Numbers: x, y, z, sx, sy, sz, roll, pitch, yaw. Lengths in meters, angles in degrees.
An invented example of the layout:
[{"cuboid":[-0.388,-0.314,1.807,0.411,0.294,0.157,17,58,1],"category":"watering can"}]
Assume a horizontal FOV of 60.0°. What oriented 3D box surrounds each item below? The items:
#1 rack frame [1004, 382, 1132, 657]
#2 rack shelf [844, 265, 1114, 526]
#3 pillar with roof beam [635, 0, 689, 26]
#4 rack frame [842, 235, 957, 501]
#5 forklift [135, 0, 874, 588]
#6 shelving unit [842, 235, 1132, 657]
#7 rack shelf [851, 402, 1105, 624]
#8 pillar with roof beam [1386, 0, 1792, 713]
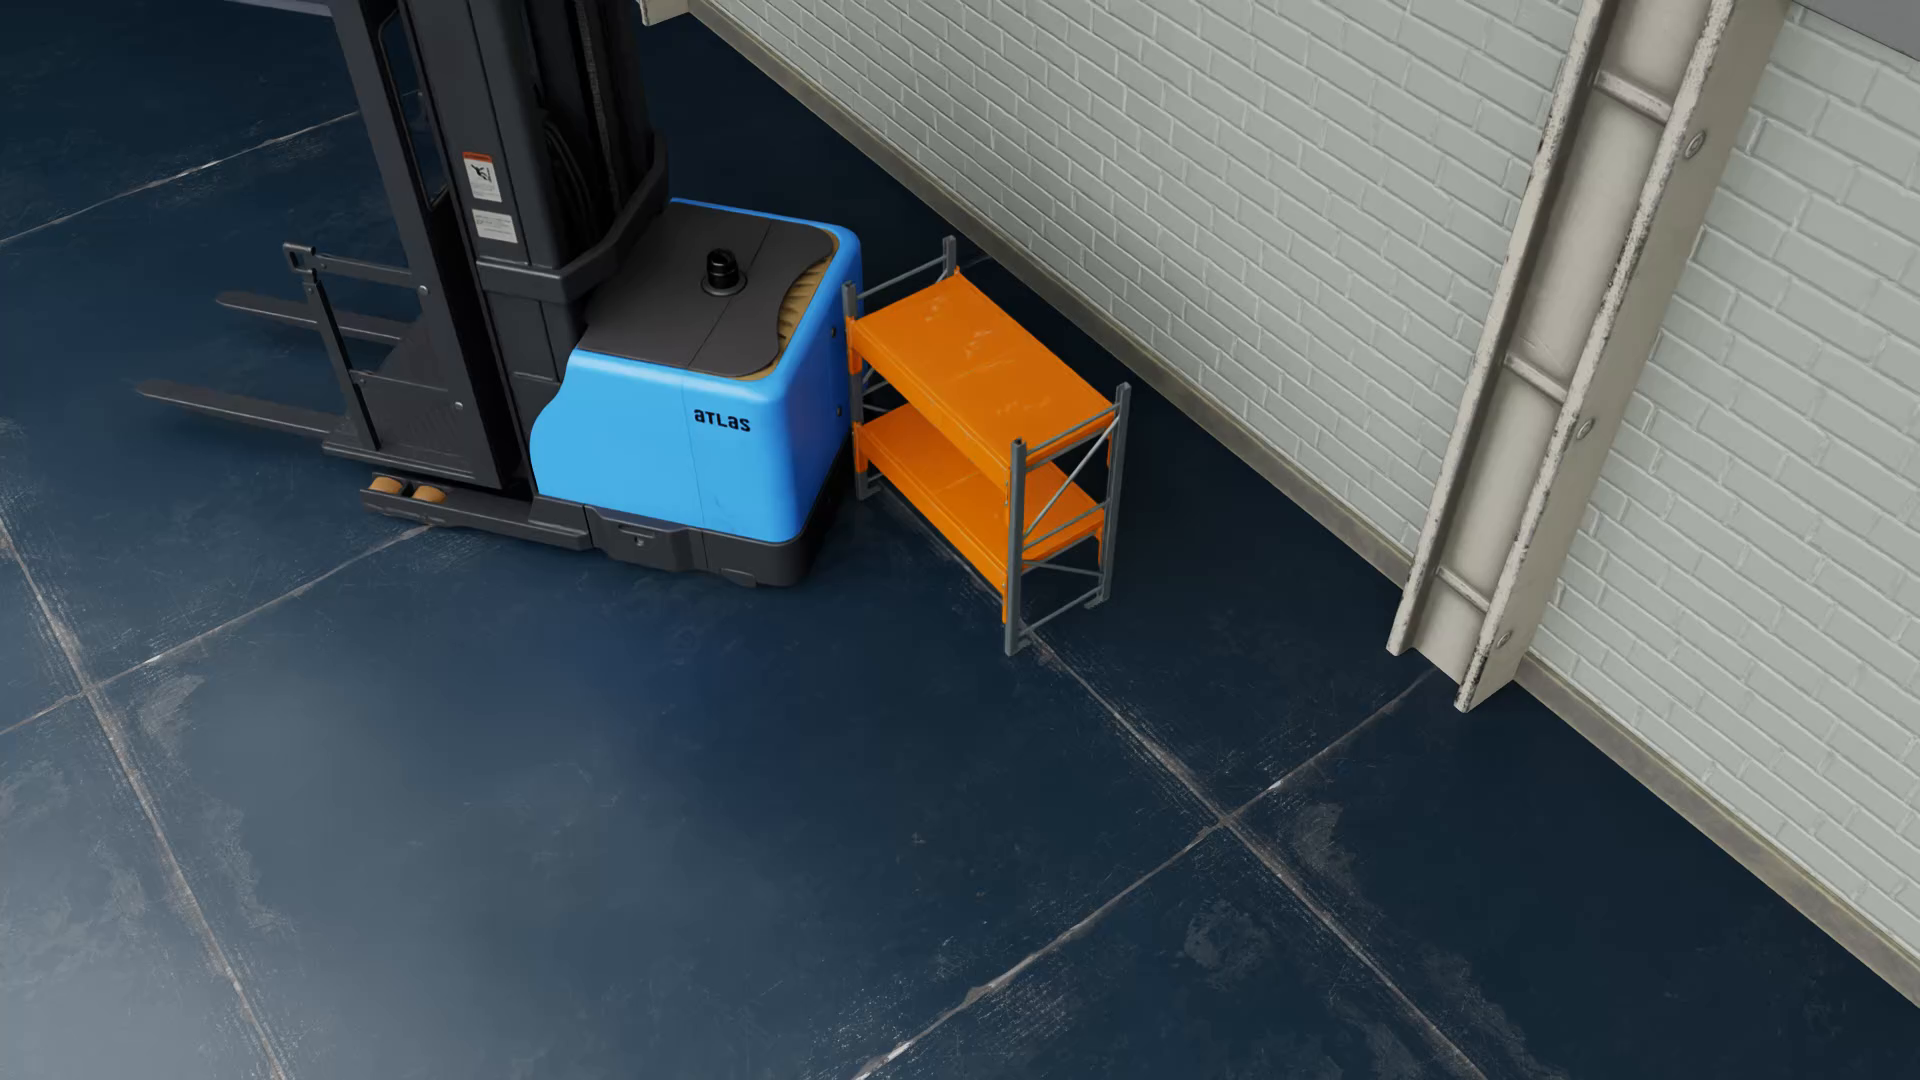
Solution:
[{"cuboid":[0.380,-0.050,6.035,0.500,1.125,0.032,-29,54,-23],"category":"rack frame"},{"cuboid":[0.079,-0.549,6.093,0.538,0.278,1.000,-29,54,-23],"category":"rack shelf"},{"cuboid":[-5.187,-4.170,4.455,9.100,9.000,0.400,-29,54,-24],"category":"pillar with roof beam"},{"cuboid":[-0.223,-0.656,6.584,0.500,1.125,0.032,-29,54,-23],"category":"rack frame"},{"cuboid":[-1.942,-1.409,6.048,3.031,2.935,1.130,12,49,10],"category":"forklift"},{"cuboid":[0.079,-0.353,6.309,0.538,1.125,1.048,-29,54,-23],"category":"shelving unit"},{"cuboid":[0.079,-0.189,6.491,0.538,0.278,1.000,-29,54,-23],"category":"rack shelf"},{"cuboid":[-1.554,-0.632,1.248,9.100,9.000,0.400,-29,54,-24],"category":"pillar with roof beam"}]
